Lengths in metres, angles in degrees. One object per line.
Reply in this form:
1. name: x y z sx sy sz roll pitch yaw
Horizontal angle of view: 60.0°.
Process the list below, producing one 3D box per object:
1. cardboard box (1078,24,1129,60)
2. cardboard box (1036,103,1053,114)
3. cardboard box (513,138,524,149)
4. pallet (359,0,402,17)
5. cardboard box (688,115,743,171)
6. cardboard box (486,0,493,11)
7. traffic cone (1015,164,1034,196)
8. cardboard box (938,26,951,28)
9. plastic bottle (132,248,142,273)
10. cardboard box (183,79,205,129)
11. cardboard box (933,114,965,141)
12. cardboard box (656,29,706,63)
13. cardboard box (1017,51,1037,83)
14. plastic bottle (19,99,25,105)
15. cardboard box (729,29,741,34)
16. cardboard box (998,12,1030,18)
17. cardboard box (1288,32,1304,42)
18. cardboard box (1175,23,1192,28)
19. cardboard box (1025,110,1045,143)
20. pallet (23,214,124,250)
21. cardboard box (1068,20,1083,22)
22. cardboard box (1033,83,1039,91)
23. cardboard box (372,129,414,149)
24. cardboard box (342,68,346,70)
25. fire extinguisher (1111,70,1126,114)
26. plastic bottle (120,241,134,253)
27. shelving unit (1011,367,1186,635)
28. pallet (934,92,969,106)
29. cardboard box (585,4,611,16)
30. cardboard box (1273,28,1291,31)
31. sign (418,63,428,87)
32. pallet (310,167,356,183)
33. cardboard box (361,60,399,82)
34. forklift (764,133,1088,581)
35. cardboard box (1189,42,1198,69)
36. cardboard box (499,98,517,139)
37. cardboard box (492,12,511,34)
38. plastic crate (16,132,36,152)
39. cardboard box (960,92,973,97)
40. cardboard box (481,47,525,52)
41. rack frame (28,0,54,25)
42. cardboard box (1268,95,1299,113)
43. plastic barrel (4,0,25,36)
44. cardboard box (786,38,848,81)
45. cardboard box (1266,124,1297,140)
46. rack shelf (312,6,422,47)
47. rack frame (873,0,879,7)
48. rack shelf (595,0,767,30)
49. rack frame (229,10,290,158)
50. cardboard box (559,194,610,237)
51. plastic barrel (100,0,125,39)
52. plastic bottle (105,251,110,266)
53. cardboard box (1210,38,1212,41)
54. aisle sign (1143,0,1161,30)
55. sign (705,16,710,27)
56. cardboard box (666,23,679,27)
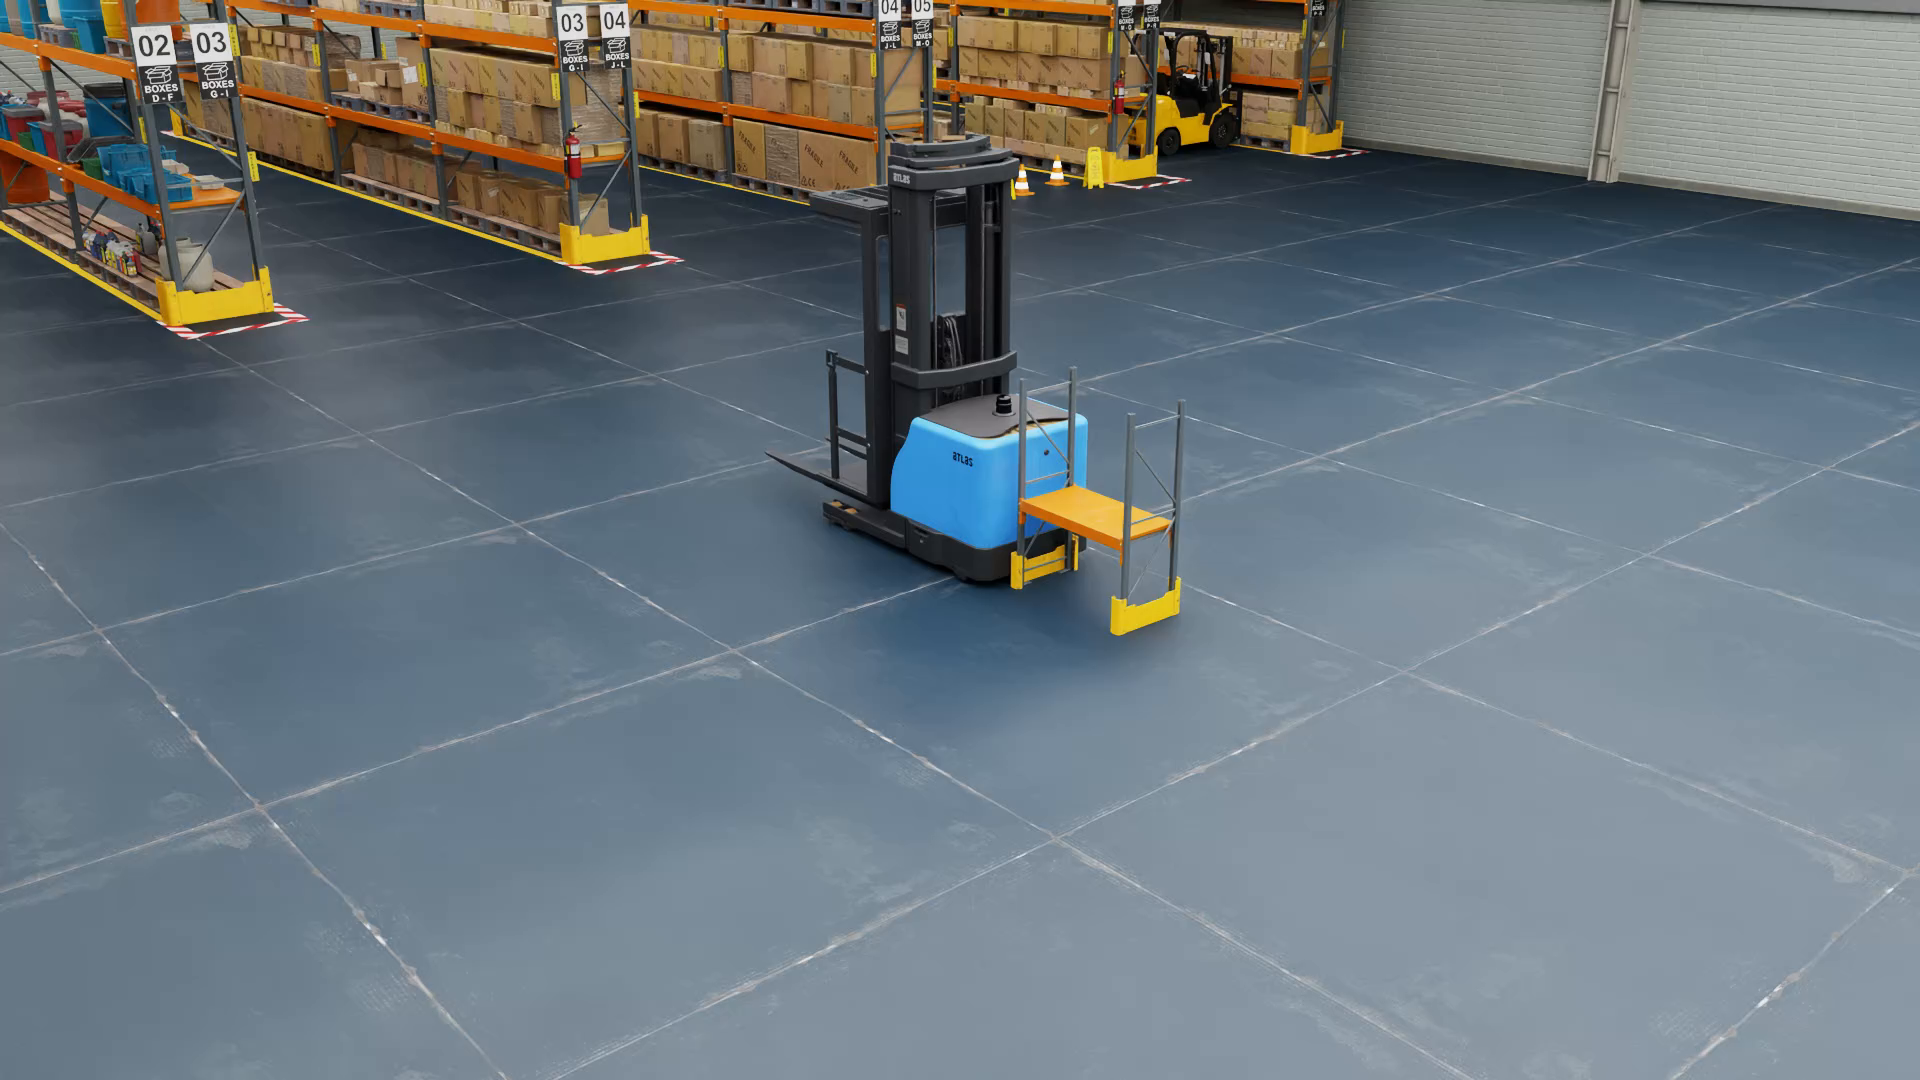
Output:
1. cardboard box: 2.369 -8.229 27.465 0.700 0.500 0.500 -18 28 -39
2. cardboard box: 1.525 -7.444 28.653 0.380 0.149 0.250 -16 27 -35
3. cardboard box: -5.810 -5.384 22.462 0.380 0.149 0.250 -17 27 -37
4. pallet: -8.252 -8.026 25.007 1.213 0.211 1.003 -17 27 -37
5. cardboard box: -3.900 -6.686 27.951 1.050 0.750 0.750 -18 27 -38
6. cardboard box: -6.045 -7.093 22.026 0.380 0.149 0.250 -19 28 -40
7. traffic cone: 0.991 -5.761 26.559 0.336 0.463 0.334 -17 27 -37
8. cardboard box: -0.159 -9.311 31.022 0.500 0.500 0.500 -17 27 -37
9. plastic bottle: -9.986 -3.396 20.162 0.061 0.283 0.133 -17 27 -37
10. cardboard box: -14.605 -8.599 32.663 0.875 0.875 0.875 -17 27 -37
11. cardboard box: -0.087 -7.711 31.085 0.950 0.372 0.625 -17 27 -37
12. cardboard box: -4.751 -8.457 28.455 0.700 0.500 0.500 -18 28 -38
13. cardboard box: 1.341 -8.182 28.715 0.500 0.500 0.500 -17 27 -37
14. plastic bottle: -14.246 -6.565 25.308 0.097 0.271 0.097 0 21 0
15. cardboard box: -4.530 -10.641 35.060 0.500 0.250 0.500 -17 27 -37
16. cardboard box: 1.186 -11.304 36.518 0.500 0.500 0.500 -16 26 -35
17. cardboard box: 6.233 -9.208 30.445 0.380 0.149 0.250 -17 27 -37
18. cardboard box: 4.411 -9.986 32.433 0.380 0.149 0.250 -18 28 -38
19. cardboard box: 1.480 -7.197 28.913 0.500 0.500 0.500 -18 28 -39
20. pallet: -12.345 -4.303 23.180 1.003 0.211 1.213 -17 27 -37
21. cardboard box: 2.473 -10.915 35.213 0.380 0.149 0.250 -18 27 -38
22. cardboard box: 1.479 -7.852 28.762 0.380 0.149 0.250 -17 27 -37
23. cardboard box: -9.047 -6.408 26.528 0.500 0.250 0.500 -14 25 -32
24. cardboard box: -9.973 -7.586 27.602 0.500 0.500 0.500 -16 27 -36
25. fire extinguisher: 2.594 -7.312 27.145 0.296 0.674 0.183 -17 27 -37
26. plastic bottle: -10.294 -3.543 20.550 0.152 0.276 0.135 -17 27 -37
27. shelving unit: 0.917 -0.290 11.167 0.587 1.500 1.083 -17 27 -36
28. pallet: 0.153 -10.136 38.073 1.003 0.211 1.213 -17 27 -37
29. cardboard box: -4.644 -6.774 21.211 0.380 0.149 0.250 -18 27 -38
30. cardboard box: 6.090 -9.524 31.254 0.380 0.149 0.250 -17 27 -37
31. sign: -7.669 -6.641 23.739 0.100 0.325 0.005 -17 27 -37
32. pallet: -10.319 -6.278 28.222 1.003 0.211 1.213 -17 27 -37
33. cardboard box: -9.039 -7.312 26.327 0.700 0.500 0.500 -13 25 -30
34. forklift: -0.400 -1.542 12.403 1.130 2.935 3.031 -17 27 -36
35. cardboard box: 4.791 -9.359 32.129 0.500 0.500 0.500 -18 28 -38
36. cardboard box: -5.689 -5.732 22.460 0.875 0.500 0.500 -17 27 -37
37. cardboard box: -5.803 -6.810 21.852 0.500 0.250 0.500 -17 27 -36
38. plastic crate: -12.353 -5.371 22.375 0.450 0.188 0.662 -17 27 -37
39. cardboard box: 0.303 -10.264 37.428 0.500 0.500 0.500 -16 27 -35
40. cardboard box: -6.421 -6.689 23.533 0.500 0.500 0.500 -17 27 -37
41. rack frame: -11.003 -7.849 20.186 1.000 3.000 0.127 -17 27 -37
42. cardboard box: 6.089 -8.106 30.889 0.500 0.250 0.500 -16 27 -36
43. plastic barrel: -11.926 -6.956 21.330 0.600 0.901 0.600 0 21 0
44. cardboard box: -2.165 -7.400 25.577 0.875 0.550 0.500 -17 27 -37
45. cardboard box: 6.080 -7.642 31.076 0.500 0.250 0.500 -17 27 -37
46. rack shelf: -8.556 -7.849 25.285 1.077 0.370 4.000 -17 27 -37
47. rack frame: -0.816 -9.076 23.318 1.000 3.000 0.127 -17 27 -37
48. rack shelf: -4.732 -9.002 28.229 1.077 0.370 4.000 -17 27 -37
49. rack frame: -12.472 -8.445 29.933 1.000 3.000 0.127 -17 27 -37
50. cardboard box: -5.034 -4.338 22.299 0.500 0.500 0.500 -12 24 -28
51. plastic barrel: -9.232 -5.915 18.527 0.600 0.588 0.600 0 21 0
52. plastic bottle: -10.500 -3.500 20.541 0.097 0.201 0.097 0 21 0
53. cardboard box: 4.838 -9.614 31.891 0.380 0.149 0.250 -19 28 -39
54. aisle sign: 3.143 -8.756 27.163 0.394 0.787 0.004 -17 27 -37
55. sign: -5.384 -11.112 35.446 0.100 0.325 0.005 -17 27 -37
56. cardboard box: -6.141 -11.195 36.816 0.500 0.500 0.500 -18 28 -38
